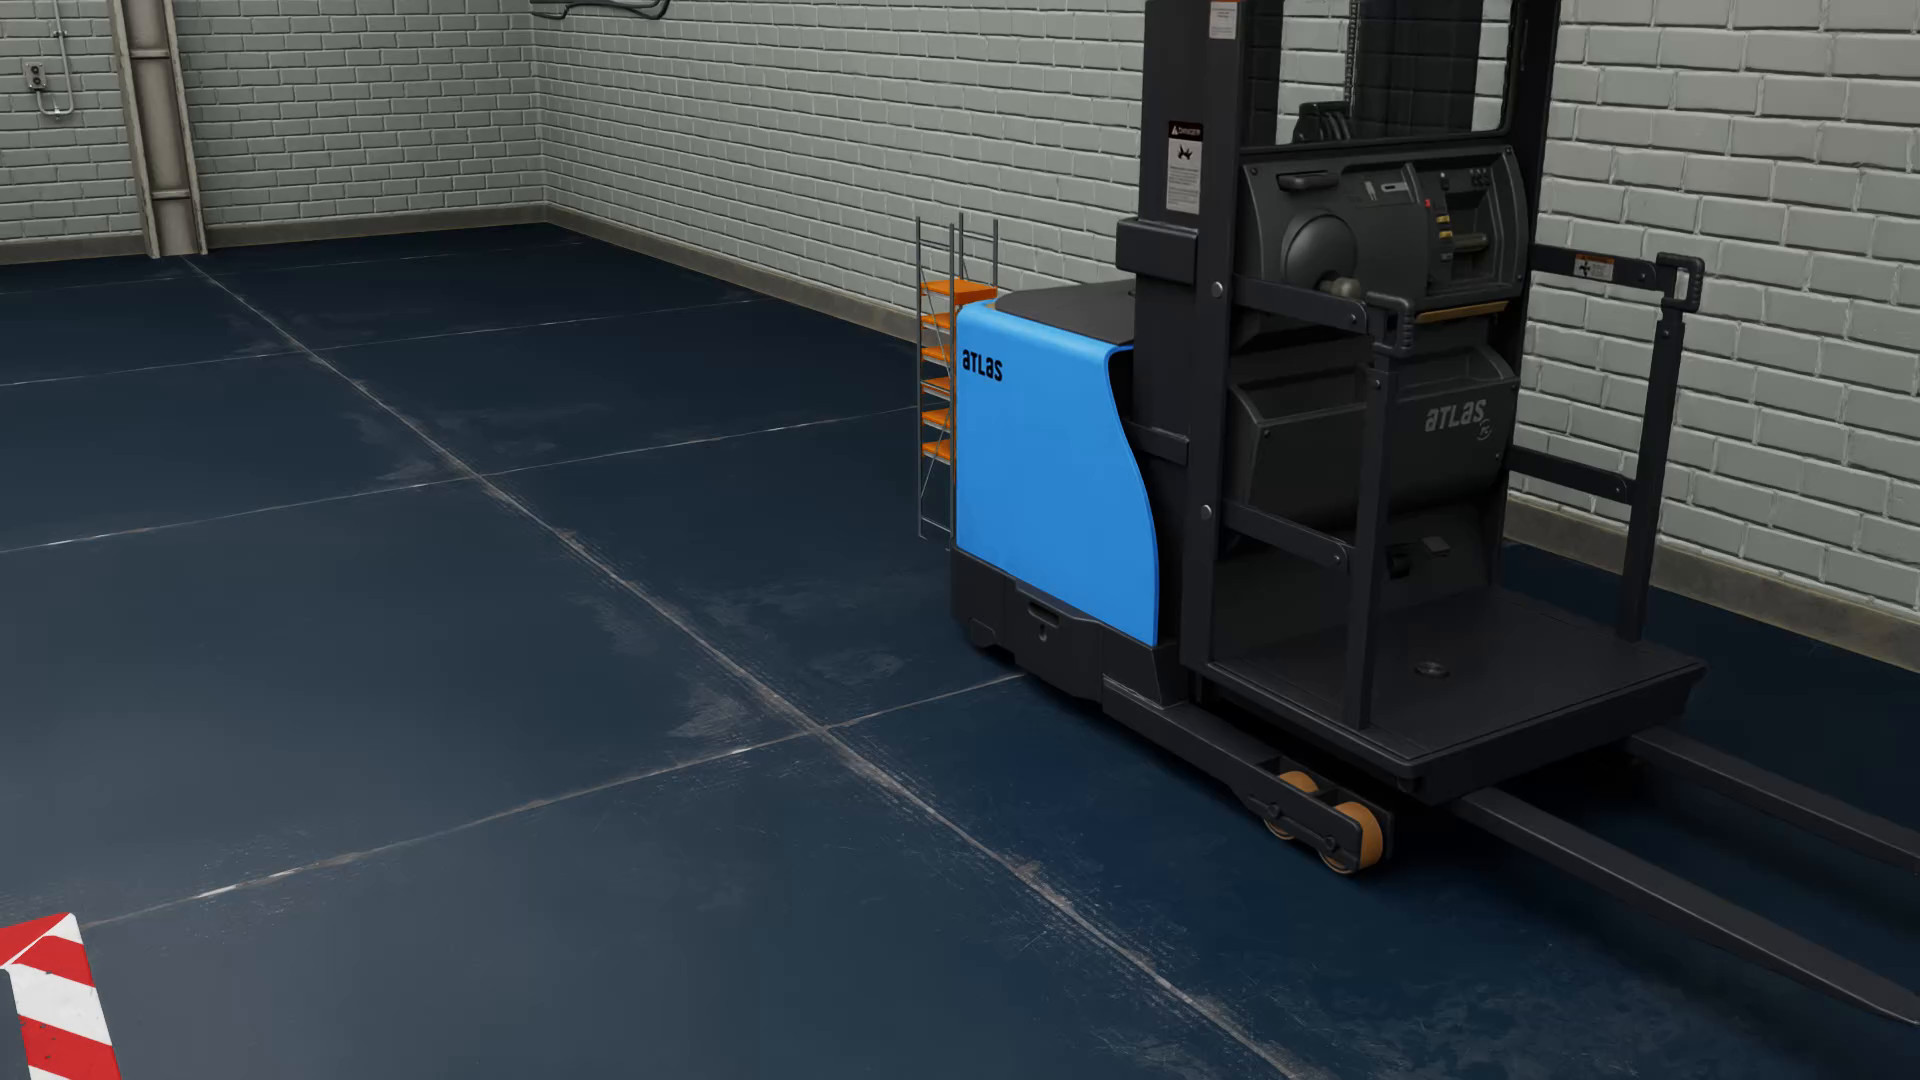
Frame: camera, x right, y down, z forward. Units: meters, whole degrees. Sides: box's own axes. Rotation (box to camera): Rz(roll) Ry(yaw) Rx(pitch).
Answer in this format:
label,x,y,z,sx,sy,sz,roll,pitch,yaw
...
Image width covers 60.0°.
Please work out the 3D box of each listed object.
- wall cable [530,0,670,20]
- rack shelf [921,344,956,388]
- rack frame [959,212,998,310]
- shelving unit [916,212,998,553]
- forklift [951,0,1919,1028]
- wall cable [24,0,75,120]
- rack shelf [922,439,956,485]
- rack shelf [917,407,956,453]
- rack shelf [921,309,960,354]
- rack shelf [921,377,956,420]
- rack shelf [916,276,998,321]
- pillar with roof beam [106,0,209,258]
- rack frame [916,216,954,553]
label,x,y,z,sx,sy,sz,roll,pitch,yaw
wall cable,-2.851,-5.178,12.360,0.112,2.526,3.097,-12,22,-31
rack shelf,-0.012,-0.637,6.021,0.180,0.103,0.258,-12,22,-31
rack frame,0.064,-0.582,6.093,0.006,1.200,0.240,-12,22,-31
shelving unit,-0.012,-0.566,6.045,0.189,1.200,0.258,-12,22,-31
forklift,1.187,-0.774,3.957,1.130,2.935,3.031,-12,22,-31
wall cable,-7.222,-3.867,11.412,1.851,1.984,0.084,-12,22,-31
rack shelf,-0.012,-0.296,6.136,0.180,0.103,0.258,-12,22,-31
rack shelf,-0.012,-0.410,6.098,0.180,0.103,0.258,-12,22,-31
rack shelf,-0.012,-0.751,5.982,0.180,0.103,0.258,-12,22,-31
rack shelf,-0.012,-0.524,6.059,0.180,0.103,0.258,-12,22,-31
rack shelf,-0.012,-0.865,5.944,0.180,0.103,0.258,-12,22,-31
pillar with roof beam,-3.624,-5.304,7.884,0.400,9.000,9.100,-12,22,-31
rack frame,-0.088,-0.550,5.997,0.006,1.200,0.240,-12,22,-31
